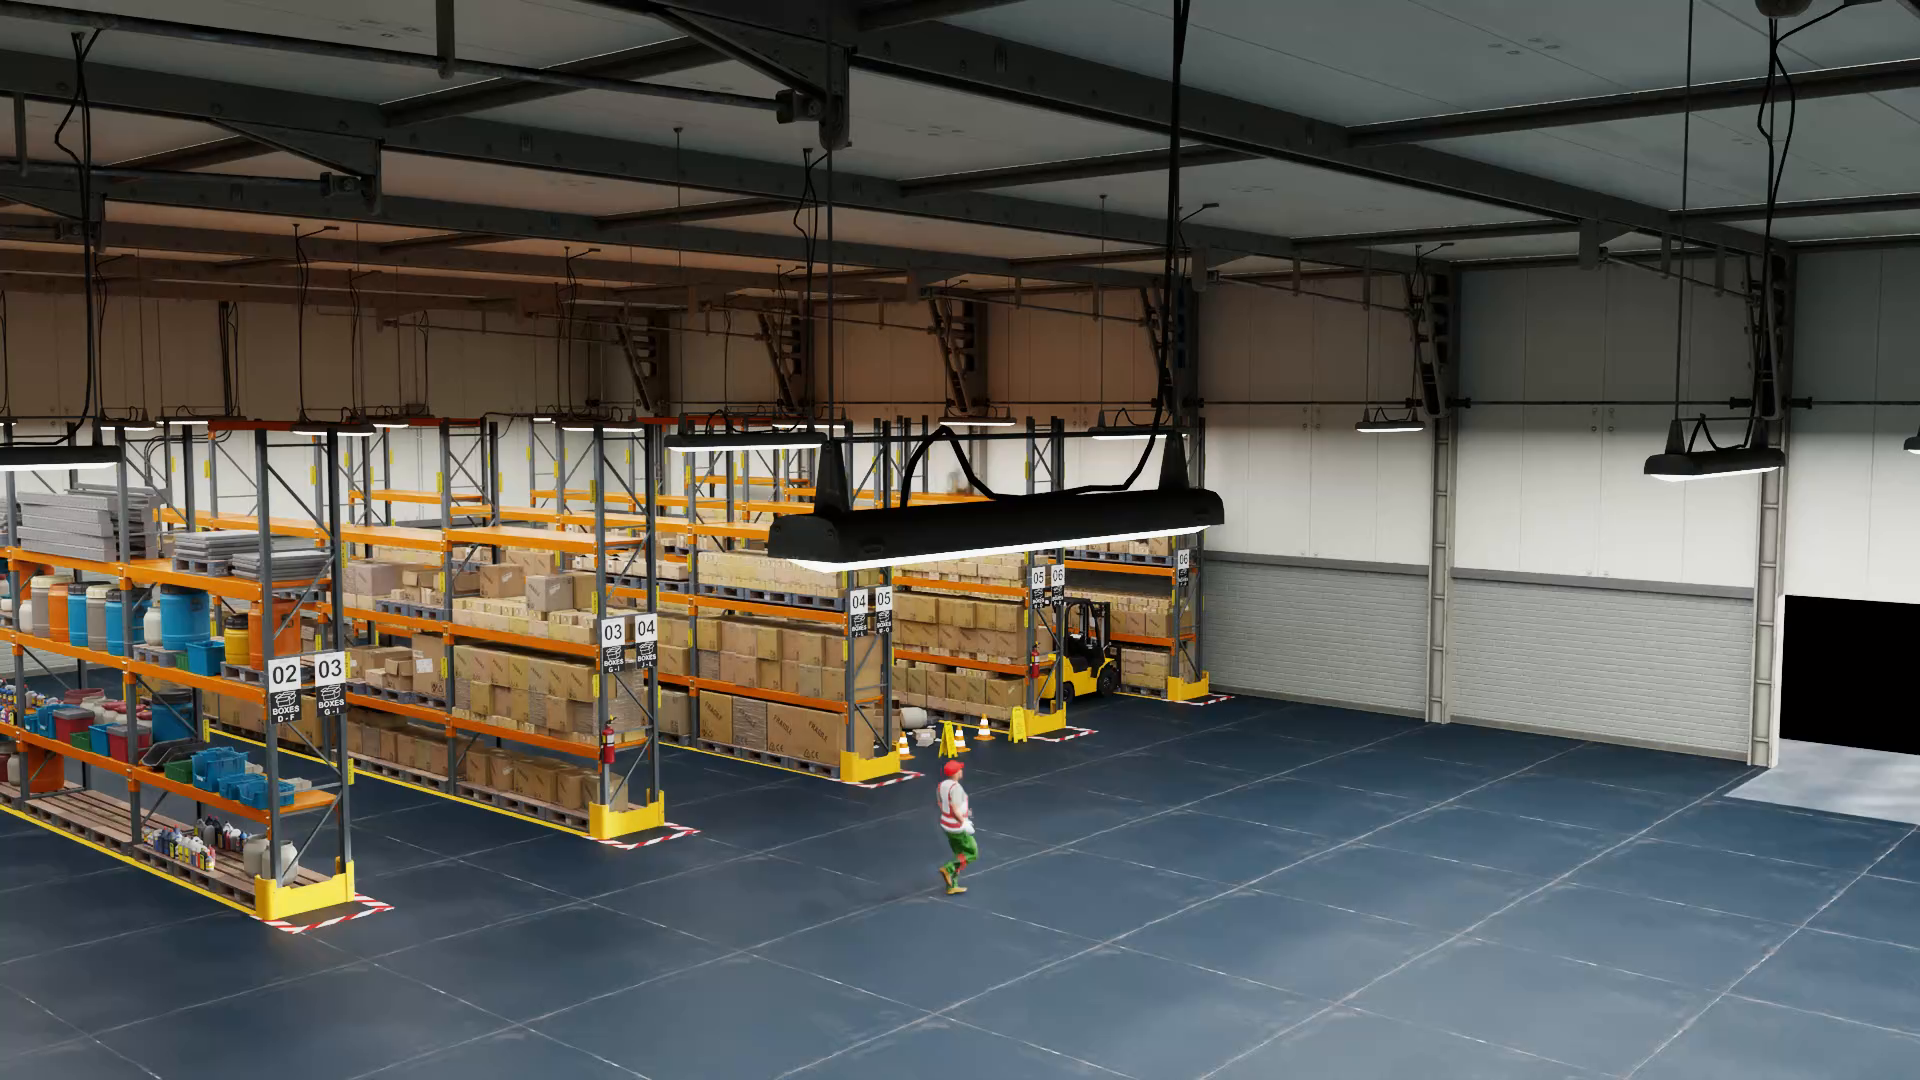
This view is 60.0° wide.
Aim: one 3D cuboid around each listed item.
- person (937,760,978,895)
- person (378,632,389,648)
[{"bbox_3d":[-0.027,3.684,21.393,0.542,1.735,0.657,-3,5,-29],"label":"person"},{"bbox_3d":[-14.000,2.118,40.215,0.679,1.787,0.754,4,6,38],"label":"person"}]
